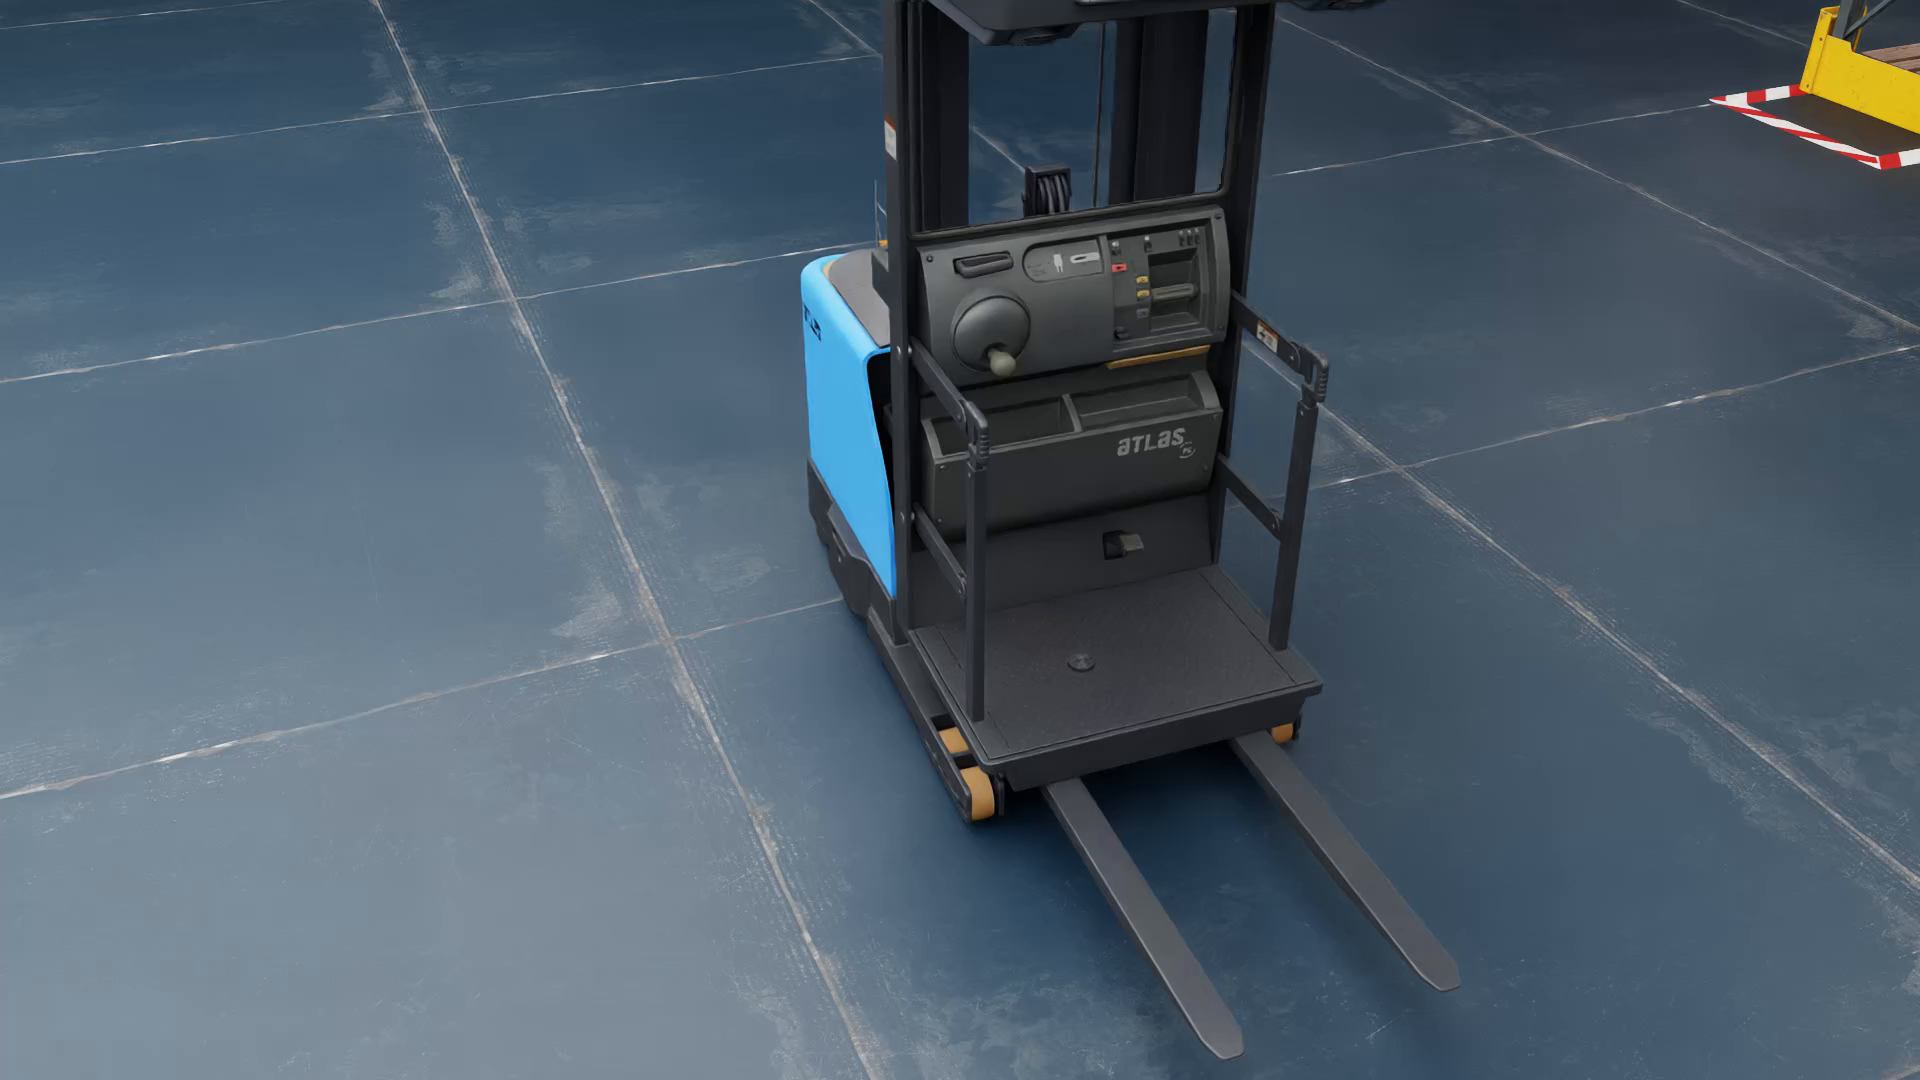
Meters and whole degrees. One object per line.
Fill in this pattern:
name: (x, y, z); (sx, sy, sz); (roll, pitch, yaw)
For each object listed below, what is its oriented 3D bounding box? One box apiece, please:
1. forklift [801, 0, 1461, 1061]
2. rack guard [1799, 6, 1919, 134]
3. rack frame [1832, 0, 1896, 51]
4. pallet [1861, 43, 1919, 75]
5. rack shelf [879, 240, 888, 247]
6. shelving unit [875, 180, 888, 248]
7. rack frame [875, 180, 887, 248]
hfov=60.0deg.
forklift: (0.415, -0.645, 4.554); (1.130, 2.935, 3.031); (-11, 35, -17)
rack guard: (5.774, -2.872, 10.206); (0.348, 0.500, 1.175); (-13, 35, -19)
rack frame: (5.722, -3.880, 9.463); (0.127, 3.000, 1.000); (-13, 35, -19)
pallet: (6.525, -2.920, 10.544); (1.213, 0.211, 1.003); (-13, 35, -19)
rack shelf: (-0.182, -1.031, 6.156); (0.180, 0.103, 0.258); (-11, 35, -17)
shelving unit: (-0.182, -0.766, 6.327); (0.189, 1.200, 0.258); (-11, 35, -17)
rack frame: (-0.268, -0.749, 6.301); (0.006, 1.200, 0.240); (-11, 35, -17)
